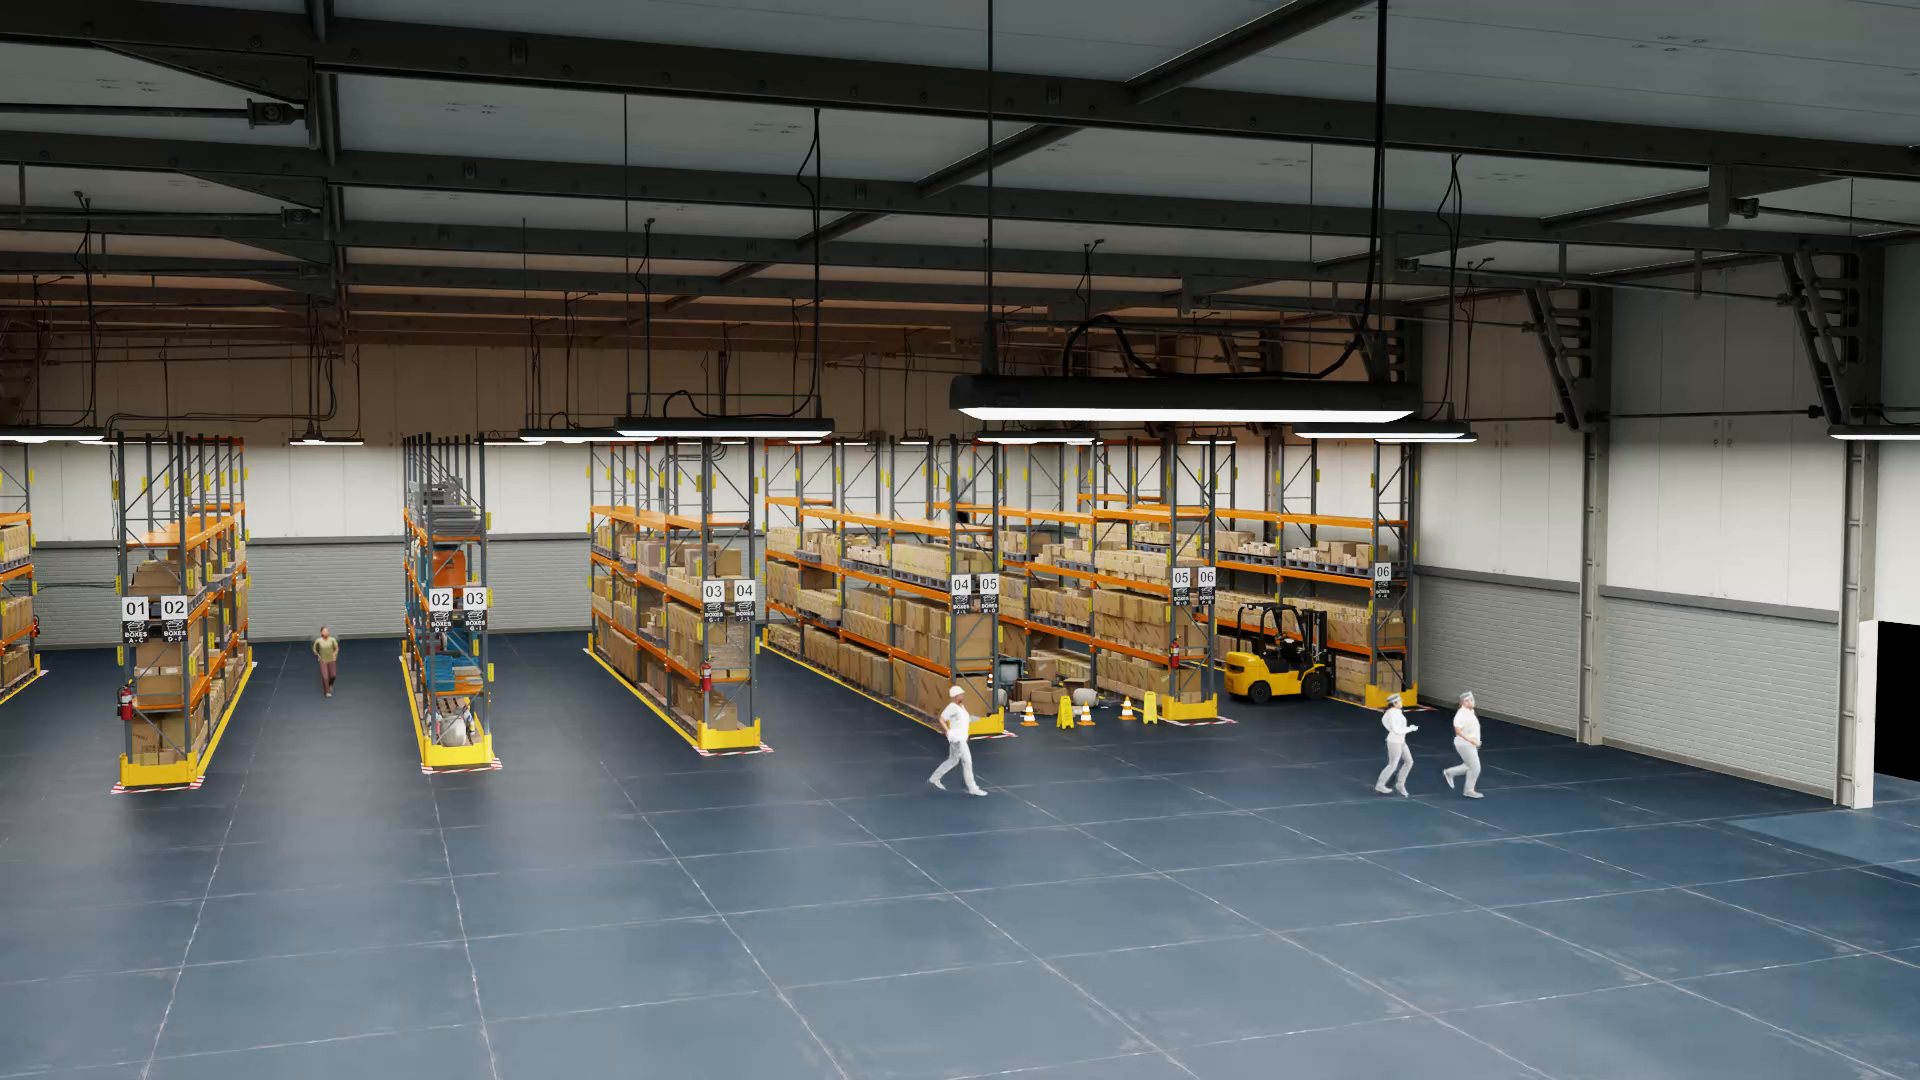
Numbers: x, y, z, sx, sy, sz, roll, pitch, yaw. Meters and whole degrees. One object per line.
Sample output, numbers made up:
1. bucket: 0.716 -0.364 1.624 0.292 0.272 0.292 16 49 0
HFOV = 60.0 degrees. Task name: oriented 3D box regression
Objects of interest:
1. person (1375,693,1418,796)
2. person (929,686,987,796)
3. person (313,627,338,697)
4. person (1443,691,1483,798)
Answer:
1. person: 7.178 3.365 27.309 0.684 1.736 0.592 1 3 20
2. person: -0.035 3.283 27.304 0.986 1.777 0.679 0 3 6
3. person: -14.534 2.796 38.144 0.558 1.615 0.533 -2 4 -28
4. person: 8.258 3.335 27.290 0.677 1.739 0.686 2 4 28
